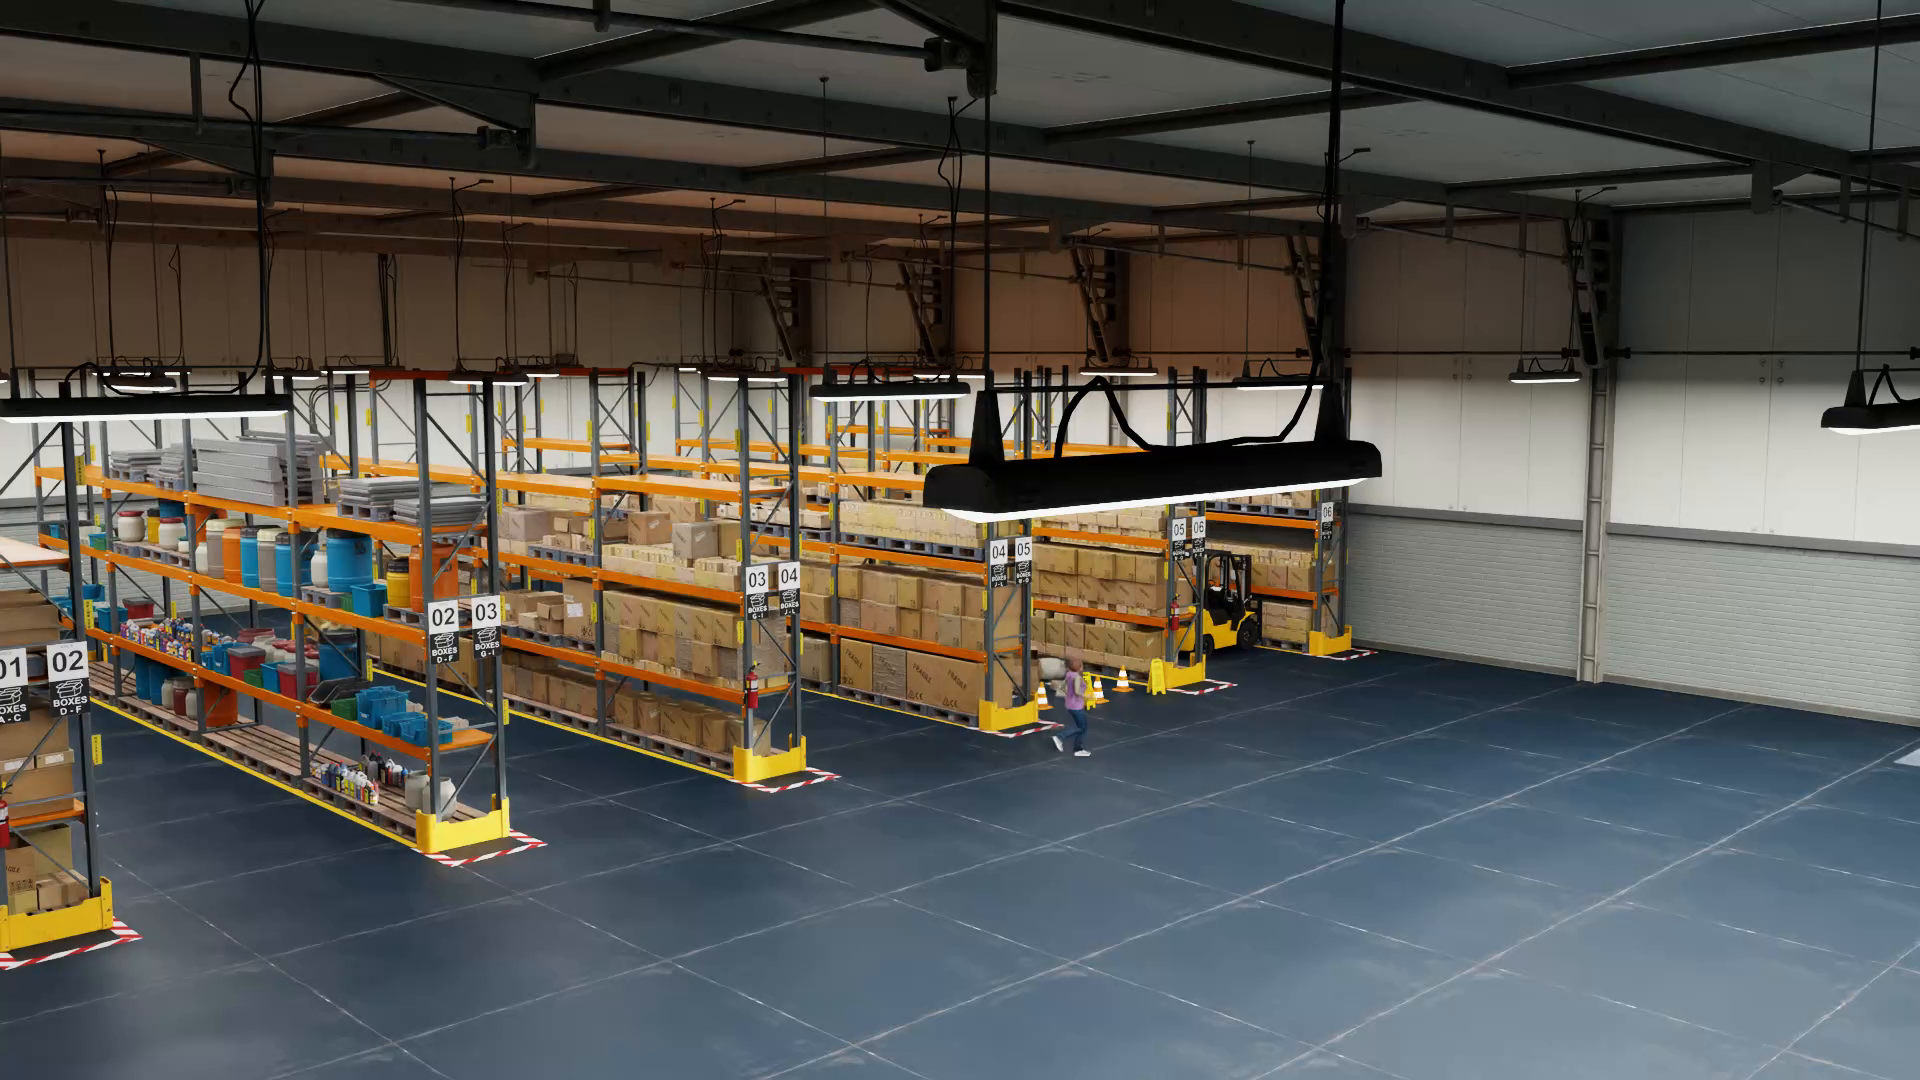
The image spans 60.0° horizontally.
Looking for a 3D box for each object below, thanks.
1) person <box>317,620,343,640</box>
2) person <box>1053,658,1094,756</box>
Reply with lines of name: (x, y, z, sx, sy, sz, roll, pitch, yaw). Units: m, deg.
person: (-11.904, 2.039, 31.344, 0.805, 1.532, 0.600, 3, 7, 24)
person: (1.765, 2.621, 26.023, 0.666, 1.561, 0.533, -1, 7, -11)
